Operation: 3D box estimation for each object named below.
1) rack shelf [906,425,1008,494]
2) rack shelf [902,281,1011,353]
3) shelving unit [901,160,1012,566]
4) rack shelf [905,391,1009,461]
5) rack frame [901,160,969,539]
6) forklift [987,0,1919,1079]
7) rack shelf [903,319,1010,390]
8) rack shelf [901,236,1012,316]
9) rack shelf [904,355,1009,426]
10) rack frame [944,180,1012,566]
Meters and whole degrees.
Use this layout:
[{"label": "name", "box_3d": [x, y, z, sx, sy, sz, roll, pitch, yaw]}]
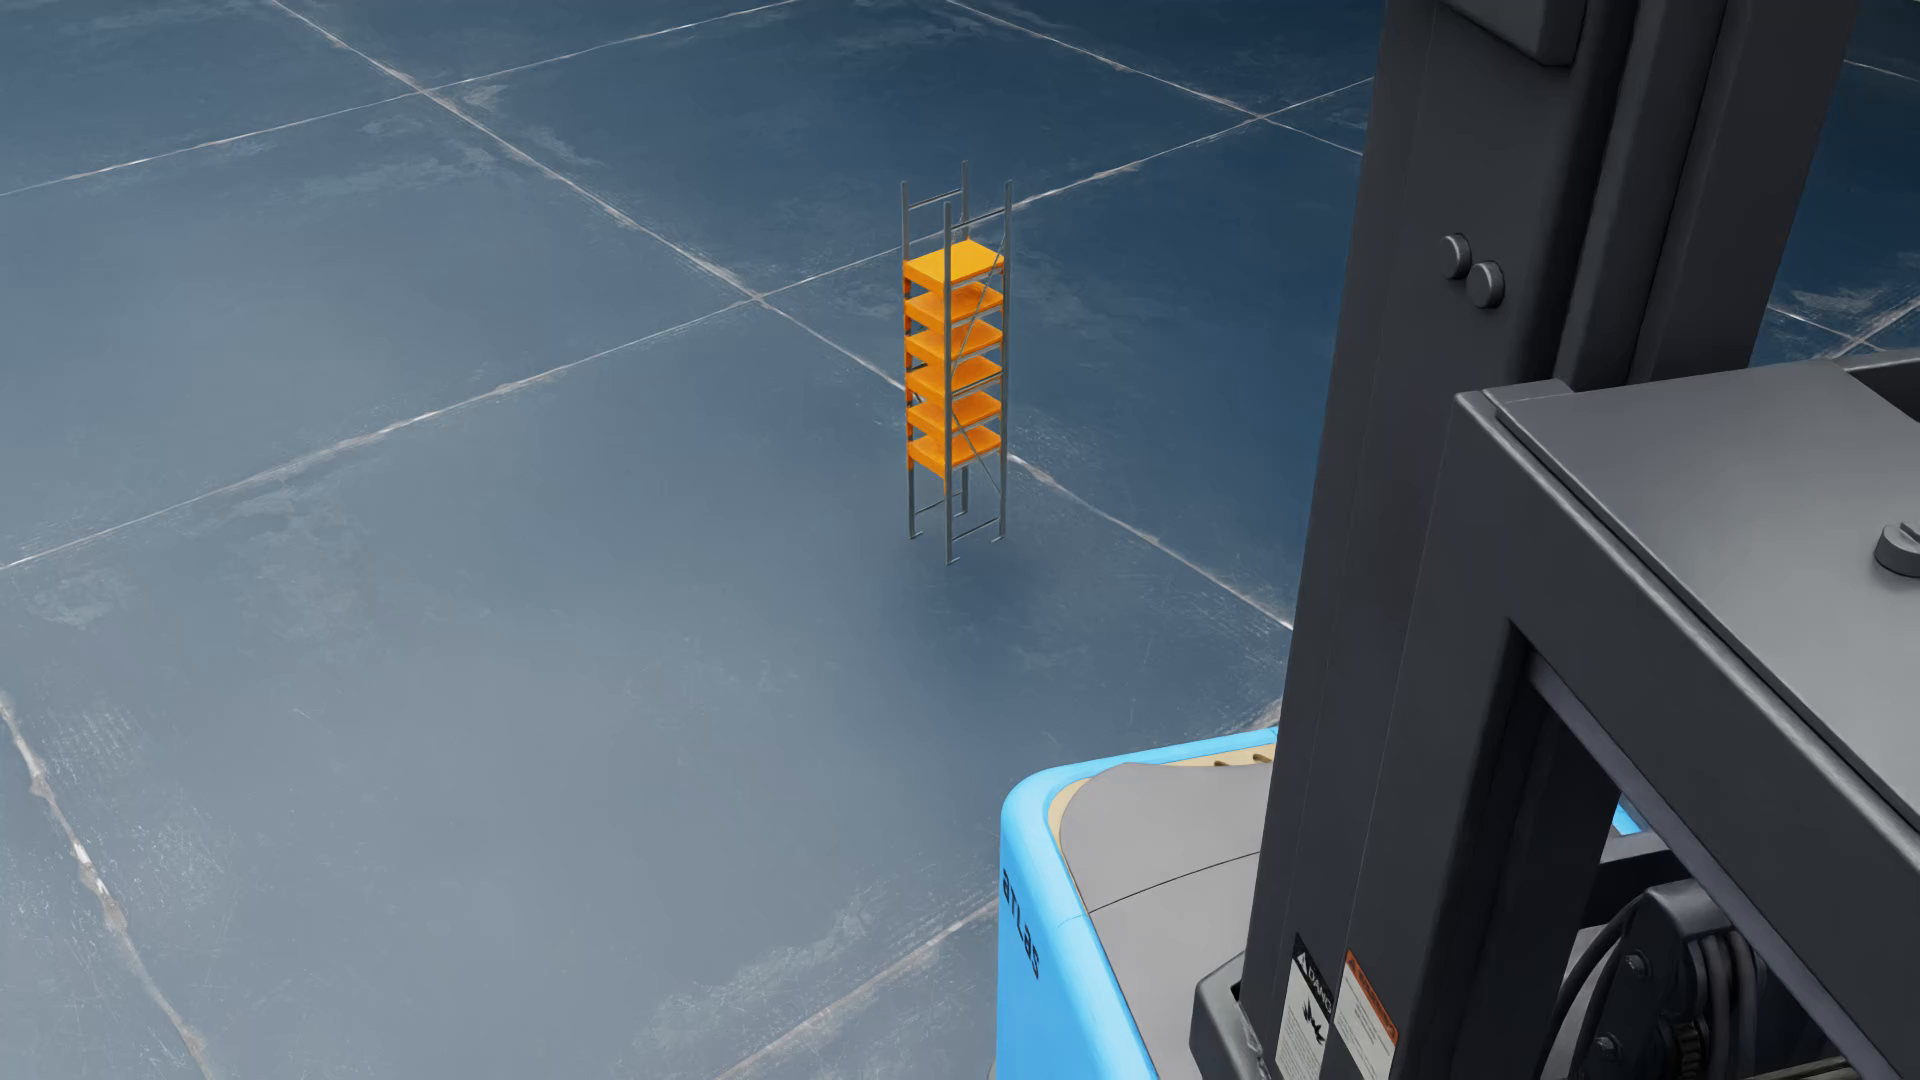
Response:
[{"label": "rack shelf", "box_3d": [-0.009, -0.264, 5.077, 0.258, 0.103, 0.180, -26, 43, -32]}, {"label": "rack shelf", "box_3d": [-0.009, -0.656, 4.799, 0.258, 0.103, 0.180, -26, 43, -32]}, {"label": "shelving unit", "box_3d": [-0.009, -0.496, 4.912, 0.258, 1.200, 0.189, -26, 43, -32]}, {"label": "rack shelf", "box_3d": [-0.009, -0.362, 5.007, 0.258, 0.103, 0.180, -26, 43, -32]}, {"label": "rack frame", "box_3d": [-0.068, -0.536, 4.969, 0.240, 1.200, 0.006, -26, 43, -32]}, {"label": "forklift", "box_3d": [0.921, 0.833, 1.537, 1.130, 2.935, 3.031, -9, 36, -12]}, {"label": "rack shelf", "box_3d": [-0.009, -0.558, 4.869, 0.258, 0.103, 0.180, -26, 43, -32]}, {"label": "rack shelf", "box_3d": [-0.009, -0.754, 4.730, 0.258, 0.103, 0.180, -26, 43, -32]}, {"label": "rack shelf", "box_3d": [-0.009, -0.460, 4.938, 0.258, 0.103, 0.180, -26, 43, -32]}, {"label": "rack frame", "box_3d": [0.050, -0.456, 4.855, 0.240, 1.200, 0.006, -26, 43, -32]}]
